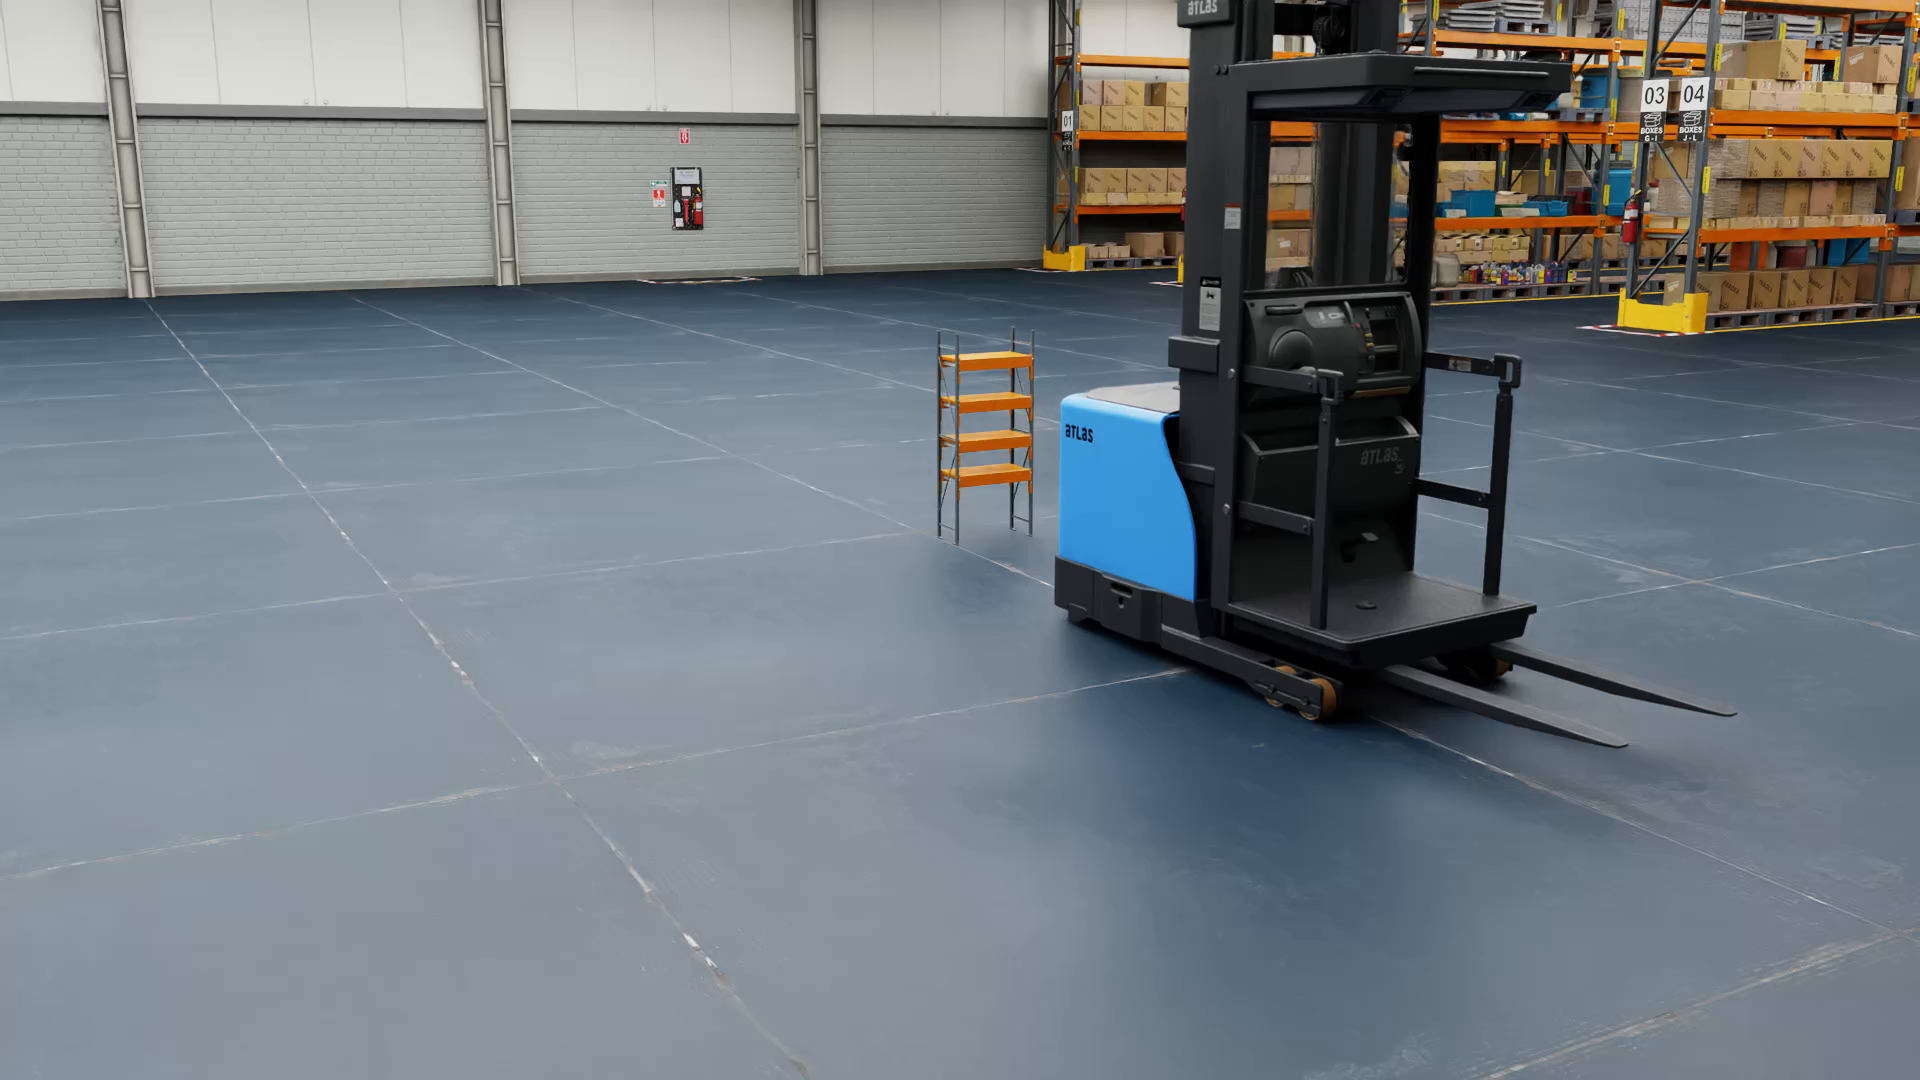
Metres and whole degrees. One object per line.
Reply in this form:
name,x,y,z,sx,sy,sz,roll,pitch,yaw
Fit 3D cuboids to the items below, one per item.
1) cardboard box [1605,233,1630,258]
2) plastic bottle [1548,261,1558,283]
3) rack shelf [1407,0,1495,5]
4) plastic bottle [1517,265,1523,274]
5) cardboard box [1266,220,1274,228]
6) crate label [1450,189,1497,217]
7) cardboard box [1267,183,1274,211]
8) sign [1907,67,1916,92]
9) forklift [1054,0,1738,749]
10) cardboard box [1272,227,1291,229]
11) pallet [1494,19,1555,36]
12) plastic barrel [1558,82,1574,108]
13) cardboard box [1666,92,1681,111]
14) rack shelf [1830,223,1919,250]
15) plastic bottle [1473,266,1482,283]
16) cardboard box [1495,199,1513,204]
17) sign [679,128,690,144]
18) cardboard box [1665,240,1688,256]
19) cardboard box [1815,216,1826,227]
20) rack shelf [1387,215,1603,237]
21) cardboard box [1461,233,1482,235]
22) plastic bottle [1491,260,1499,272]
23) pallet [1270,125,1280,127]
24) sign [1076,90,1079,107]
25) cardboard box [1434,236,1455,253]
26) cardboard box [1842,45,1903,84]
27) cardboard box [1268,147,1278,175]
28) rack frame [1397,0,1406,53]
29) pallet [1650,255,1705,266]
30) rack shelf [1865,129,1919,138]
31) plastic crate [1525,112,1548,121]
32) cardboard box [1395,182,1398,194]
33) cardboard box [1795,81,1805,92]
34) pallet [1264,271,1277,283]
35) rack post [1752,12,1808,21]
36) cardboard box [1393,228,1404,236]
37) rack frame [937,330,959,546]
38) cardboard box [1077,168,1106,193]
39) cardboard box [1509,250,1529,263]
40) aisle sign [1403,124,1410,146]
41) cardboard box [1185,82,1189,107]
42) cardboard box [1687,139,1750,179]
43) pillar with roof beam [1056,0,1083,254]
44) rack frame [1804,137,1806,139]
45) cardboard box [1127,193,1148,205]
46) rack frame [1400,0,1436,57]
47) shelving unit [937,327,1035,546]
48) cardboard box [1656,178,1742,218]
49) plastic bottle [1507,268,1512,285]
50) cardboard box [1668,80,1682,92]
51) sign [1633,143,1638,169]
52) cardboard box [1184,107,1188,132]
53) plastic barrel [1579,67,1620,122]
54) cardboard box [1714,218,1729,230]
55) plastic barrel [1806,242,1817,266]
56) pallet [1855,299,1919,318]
cardboard box,13.842,-6.217,35.095,0.500,0.500,0.500,-7,14,-27
plastic bottle,9.769,-4.415,27.424,0.185,0.351,0.144,-8,15,-31
rack shelf,10.884,-12.373,38.163,4.000,0.370,1.077,-7,14,-28
plastic bottle,9.387,-4.476,27.877,0.097,0.271,0.097,0,13,0
cardboard box,6.640,-7.034,37.014,0.500,0.250,0.500,-7,15,-29
crate label,8.339,-5.478,27.038,0.616,0.435,0.502,-7,14,-28
cardboard box,5.358,-6.321,30.639,0.500,0.500,0.700,-6,14,-26
sign,13.004,-6.293,22.731,0.005,0.325,0.100,-7,14,-28
forklift,1.662,-0.843,6.680,1.130,2.935,3.031,-8,15,-31
cardboard box,6.121,-5.673,31.585,0.500,0.500,0.500,-7,14,-28
pallet,8.582,-8.054,26.242,1.213,0.211,1.003,-7,14,-28
plastic barrel,9.892,-7.351,27.399,0.421,0.512,0.421,0,13,0
cardboard box,9.528,-5.750,21.838,0.500,0.250,0.500,-6,14,-27
rack shelf,14.493,-4.541,24.592,4.000,0.370,1.077,-7,14,-28
plastic bottle,8.541,-4.383,27.437,0.133,0.283,0.061,-7,14,-28
cardboard box,10.848,-6.741,33.303,0.250,0.149,0.380,-7,14,-28
sign,-5.202,-7.630,31.401,0.199,0.298,0.001,-7,14,-28
cardboard box,15.488,-6.338,36.060,0.500,0.311,0.500,-7,14,-28
cardboard box,11.569,-4.357,22.712,0.250,0.149,0.380,-7,14,-28
rack shelf,8.609,-5.074,26.963,4.000,0.370,1.077,-7,14,-28
cardboard box,10.448,-6.093,33.881,0.500,0.311,0.500,-7,15,-29
plastic bottle,8.918,-4.489,27.753,0.185,0.351,0.144,-7,14,-28
pallet,6.210,-8.961,36.192,1.003,0.211,1.213,-7,14,-28
sign,2.366,-8.909,33.543,0.005,0.325,0.100,-7,14,-28
cardboard box,9.372,-5.830,32.709,0.500,0.311,0.500,-7,15,-30
cardboard box,12.465,-6.486,22.721,0.500,0.500,0.500,-7,15,-30
cardboard box,5.404,-6.960,30.522,0.500,0.500,0.700,-7,15,-29
rack frame,7.994,-9.518,31.404,0.127,3.000,1.000,-7,14,-28
pallet,15.619,-6.144,36.429,1.213,0.211,1.003,-7,14,-28
rack shelf,19.142,-7.800,32.244,4.000,0.370,1.077,-7,14,-28
plastic crate,9.149,-6.724,26.422,0.396,0.136,0.243,-7,14,-28
cardboard box,9.677,-8.171,38.135,0.500,0.500,0.500,-6,14,-26
cardboard box,10.934,-5.995,22.018,0.250,0.149,0.380,-7,14,-28
pallet,5.134,-4.898,30.892,1.213,0.211,1.003,-7,14,-28
rack post,14.512,-9.336,29.422,0.986,0.289,0.624,-7,14,-28
cardboard box,9.837,-7.174,38.594,0.750,0.750,0.750,-7,14,-29
rack frame,-0.069,-0.577,9.441,0.015,1.200,0.240,-7,14,-28
cardboard box,2.669,-7.419,34.331,0.500,0.500,0.500,-7,14,-28
cardboard box,11.160,-5.773,33.734,0.500,0.250,0.500,-6,14,-27
aisle sign,6.930,-6.419,25.380,0.004,0.787,0.394,-7,14,-28
cardboard box,4.829,-9.390,35.118,0.500,0.500,0.500,-6,14,-25
cardboard box,9.840,-4.947,21.579,0.500,0.500,0.500,-7,14,-28
pillar with roof beam,4.369,-9.462,31.156,0.400,9.000,9.100,-7,14,-28
rack frame,18.527,-7.853,37.672,0.127,3.000,1.000,-7,14,-28
cardboard box,3.586,-7.161,34.892,0.500,0.250,0.500,-7,15,-29
rack frame,6.853,-8.142,25.291,0.127,3.000,1.000,-7,14,-28
shelving unit,0.145,-0.603,9.555,0.503,1.200,0.258,-7,14,-28
cardboard box,9.722,-4.507,21.898,0.500,0.500,0.875,-7,14,-28
plastic bottle,8.895,-4.265,26.942,0.097,0.271,0.097,0,13,0
cardboard box,9.321,-5.935,21.749,0.250,0.149,0.380,-7,14,-28
sign,8.978,-5.089,22.031,0.005,0.325,0.100,-7,14,-28
cardboard box,4.842,-8.915,35.287,0.500,0.500,0.500,-8,15,-33
plastic barrel,10.707,-7.439,27.859,0.708,0.901,0.600,-7,14,-28
cardboard box,9.819,-4.144,21.765,0.250,0.149,0.380,-7,14,-28
plastic barrel,15.740,-5.298,31.028,0.421,0.512,0.421,0,13,0
pallet,13.420,-3.403,24.249,1.213,0.211,1.003,-7,14,-28
